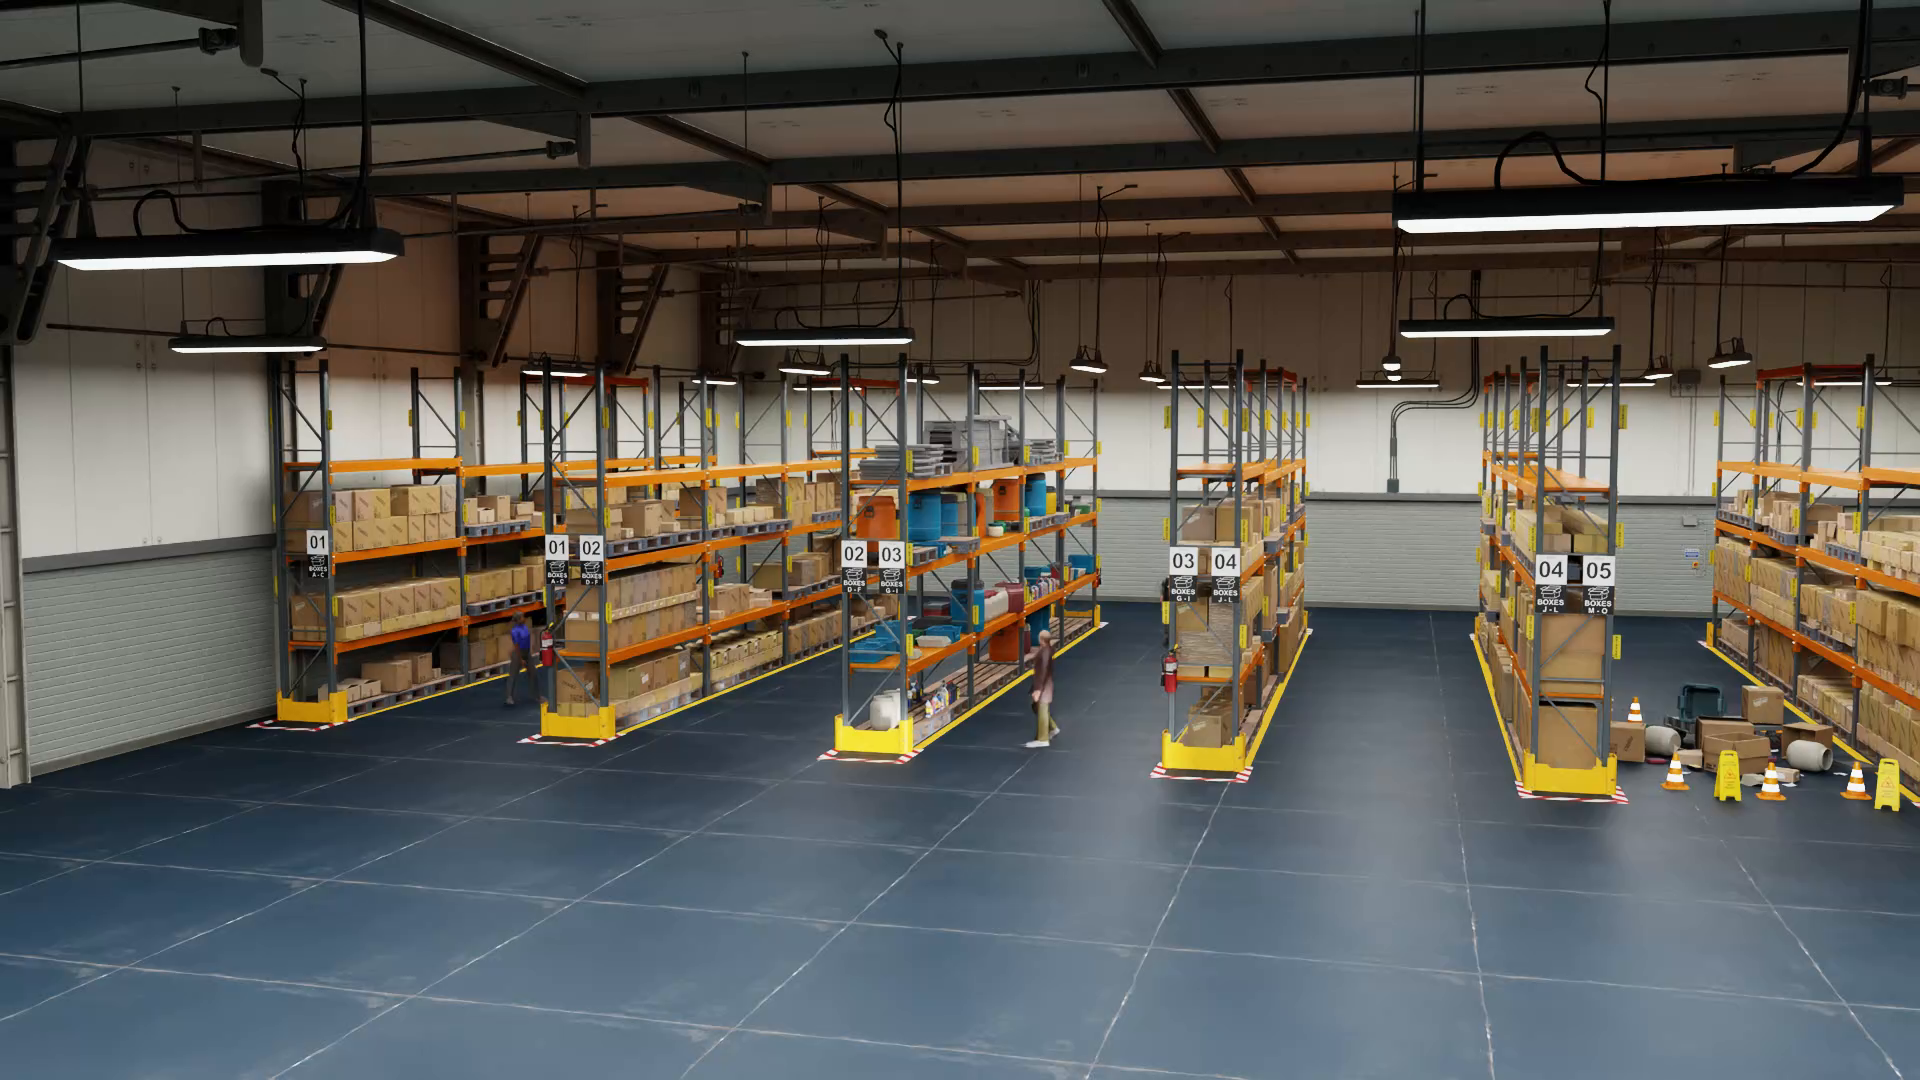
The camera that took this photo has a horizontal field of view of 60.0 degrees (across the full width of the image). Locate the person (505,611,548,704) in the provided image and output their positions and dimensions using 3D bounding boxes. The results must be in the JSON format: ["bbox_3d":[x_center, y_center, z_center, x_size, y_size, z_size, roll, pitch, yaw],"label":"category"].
[{"bbox_3d":[-7.695,2.071,29.409,0.607,1.657,0.646,2,5,27],"label":"person"}]

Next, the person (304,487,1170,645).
[{"bbox_3d":[-2.983,0.673,32.938,13.917,3.840,12.540,1,4,13],"label":"person"}]

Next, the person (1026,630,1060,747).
[{"bbox_3d":[1.217,2.264,25.586,0.434,1.780,0.648,0,4,0],"label":"person"}]
